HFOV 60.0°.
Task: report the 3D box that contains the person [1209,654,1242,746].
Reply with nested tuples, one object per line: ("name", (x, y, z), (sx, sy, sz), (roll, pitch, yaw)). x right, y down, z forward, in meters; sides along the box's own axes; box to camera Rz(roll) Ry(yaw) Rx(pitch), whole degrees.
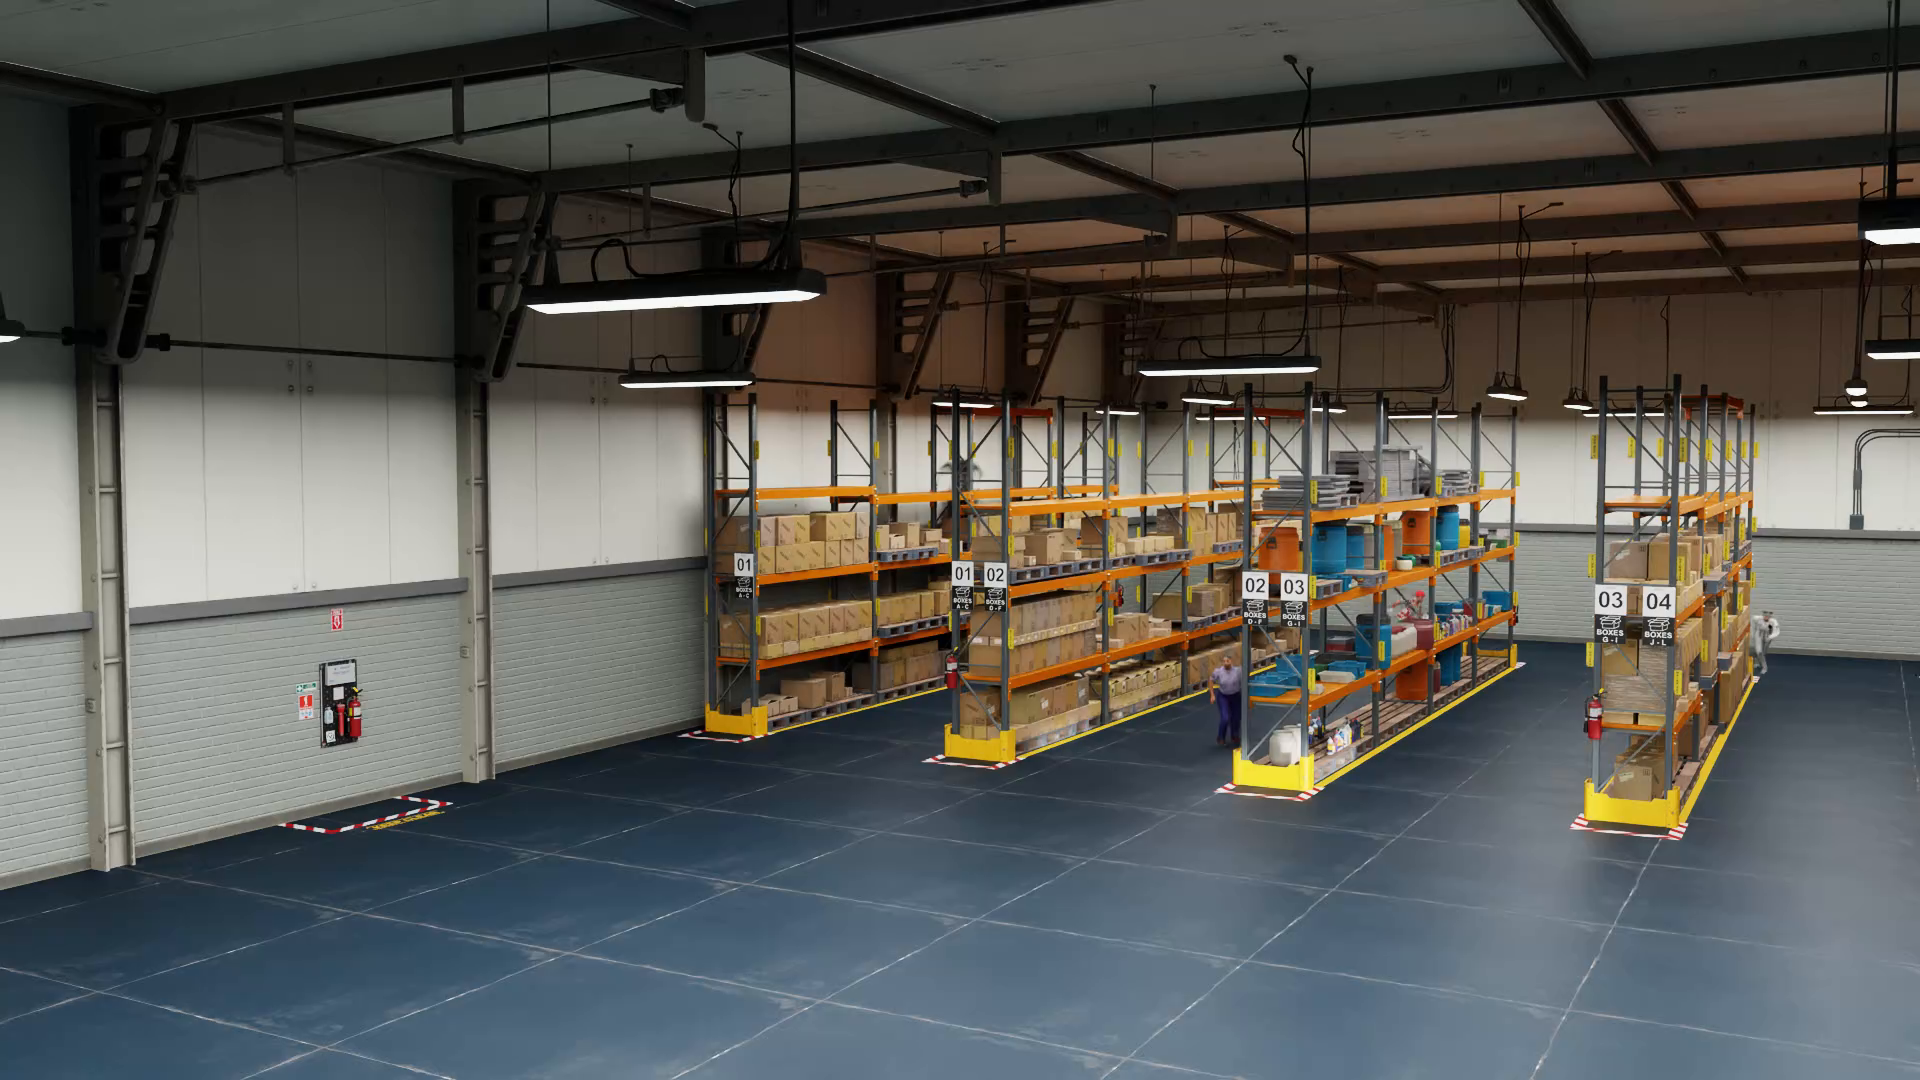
("person", (4.599, 2.732, 28.275), (0.650, 1.609, 0.768), (-1, 3, -14))

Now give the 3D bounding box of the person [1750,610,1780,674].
("person", (18.178, 2.264, 37.578), (0.598, 1.461, 1.082), (1, 3, 22))

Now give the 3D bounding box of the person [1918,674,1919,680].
("person", (21.251, 2.211, 36.240), (0.630, 1.718, 0.616), (-3, 4, -39))

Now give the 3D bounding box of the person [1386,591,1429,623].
("person", (10.983, 1.997, 40.749), (1.081, 1.546, 0.627), (3, 4, 43))
